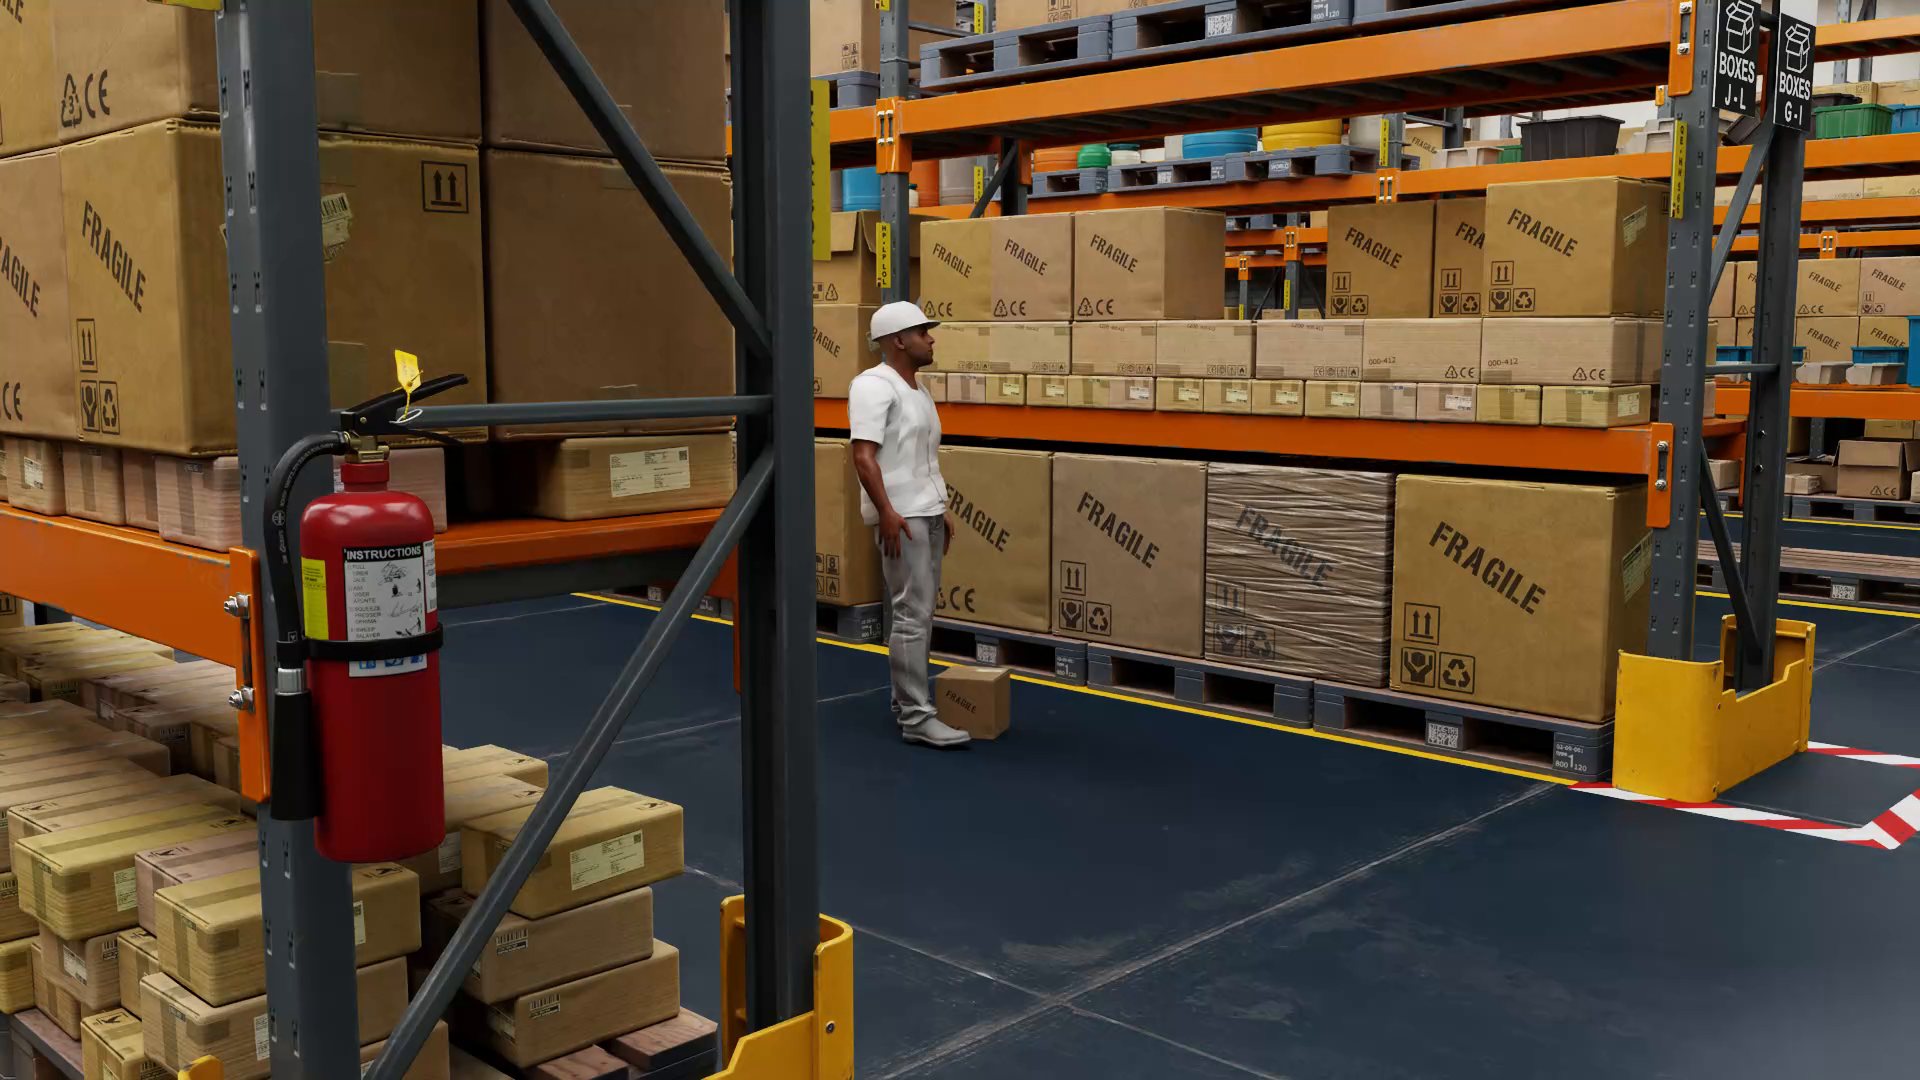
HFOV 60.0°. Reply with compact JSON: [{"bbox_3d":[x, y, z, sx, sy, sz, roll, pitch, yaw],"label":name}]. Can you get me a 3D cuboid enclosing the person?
[{"bbox_3d":[-0.145,-0.093,6.838,0.578,1.765,0.666,2,7,19],"label":"person"}]
